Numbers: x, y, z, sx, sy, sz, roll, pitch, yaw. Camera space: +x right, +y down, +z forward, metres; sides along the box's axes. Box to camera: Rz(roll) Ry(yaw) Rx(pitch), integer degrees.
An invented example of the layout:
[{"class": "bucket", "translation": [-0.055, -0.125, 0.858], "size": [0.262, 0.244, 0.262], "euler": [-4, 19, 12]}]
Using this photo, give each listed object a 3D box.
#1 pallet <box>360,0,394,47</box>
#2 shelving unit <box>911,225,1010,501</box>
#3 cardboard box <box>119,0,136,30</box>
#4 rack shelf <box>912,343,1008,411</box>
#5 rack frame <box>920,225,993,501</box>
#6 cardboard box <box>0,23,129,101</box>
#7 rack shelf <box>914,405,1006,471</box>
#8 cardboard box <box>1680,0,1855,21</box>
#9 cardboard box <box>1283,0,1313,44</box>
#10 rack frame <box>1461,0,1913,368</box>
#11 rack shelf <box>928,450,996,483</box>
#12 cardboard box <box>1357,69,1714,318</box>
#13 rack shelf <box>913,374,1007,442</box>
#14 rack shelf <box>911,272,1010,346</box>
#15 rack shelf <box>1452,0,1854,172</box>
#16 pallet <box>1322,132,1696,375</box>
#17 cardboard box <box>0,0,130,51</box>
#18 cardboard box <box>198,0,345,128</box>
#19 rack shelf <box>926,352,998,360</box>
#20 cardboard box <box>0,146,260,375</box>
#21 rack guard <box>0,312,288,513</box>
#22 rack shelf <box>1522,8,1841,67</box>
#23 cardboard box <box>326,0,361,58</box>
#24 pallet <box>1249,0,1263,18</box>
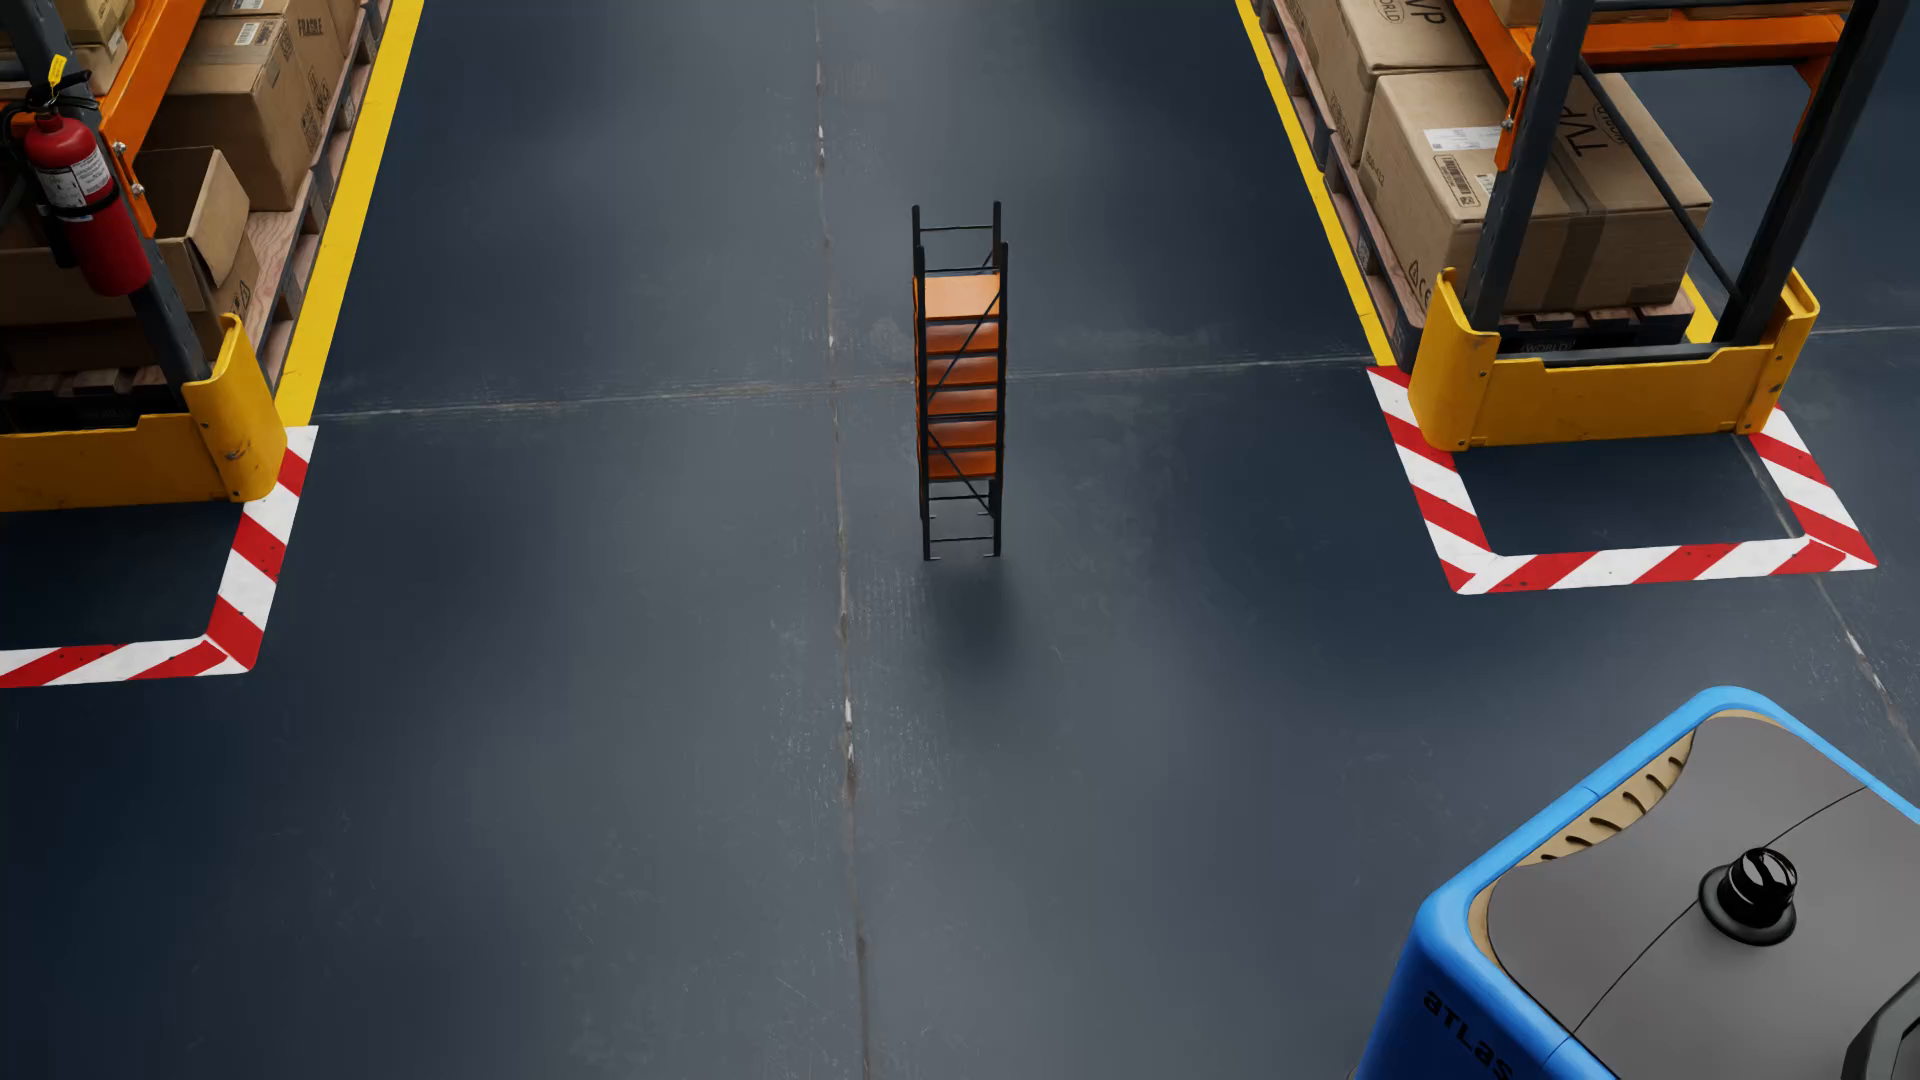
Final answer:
[{"class": "pallet", "translation": [-3.096, -2.632, 7.598], "size": [1.003, 0.211, 1.213], "euler": [-3, 47, -3]}, {"class": "shelving unit", "translation": [-0.001, -0.424, 4.825], "size": [0.258, 1.046, 0.183], "euler": [-3, 47, -3]}, {"class": "cardboard box", "translation": [-2.639, -1.543, 4.819], "size": [0.380, 0.149, 0.250], "euler": [-2, 47, -2]}, {"class": "rack shelf", "translation": [-0.001, -0.475, 4.769], "size": [0.258, 0.103, 0.180], "euler": [-3, 47, -3]}, {"class": "rack frame", "translation": [-0.010, -0.489, 4.887], "size": [0.228, 1.046, 0.002], "euler": [-3, 47, -3]}, {"class": "cardboard box", "translation": [-2.572, -1.362, 4.647], "size": [0.380, 0.149, 0.250], "euler": [-4, 47, -4]}, {"class": "rack shelf", "translation": [-0.001, -0.310, 4.944], "size": [0.258, 0.103, 0.180], "euler": [-3, 47, -3]}, {"class": "cardboard box", "translation": [2.374, -1.897, 4.912], "size": [0.500, 0.500, 0.500], "euler": [-4, 47, -4]}, {"class": "cardboard box", "translation": [1.815, -2.547, 7.072], "size": [0.875, 0.438, 0.875], "euler": [-5, 47, -4]}, {"class": "rack frame", "translation": [2.128, -1.498, 4.603], "size": [1.000, 3.000, 0.127], "euler": [-3, 47, -3]}, {"class": "rack shelf", "translation": [-0.001, -0.246, 5.011], "size": [0.221, 0.034, 0.171], "euler": [-3, 47, -3]}, {"class": "cardboard box", "translation": [1.974, -1.233, 5.827], "size": [0.875, 0.438, 0.875], "euler": [-5, 47, -5]}, {"class": "rack shelf", "translation": [-0.001, -0.392, 4.857], "size": [0.258, 0.103, 0.180], "euler": [-3, 47, -3]}, {"class": "rack shelf", "translation": [-0.001, -0.640, 4.595], "size": [0.258, 0.103, 0.180], "euler": [-3, 47, -3]}, {"class": "rack shelf", "translation": [1.961, -2.698, 6.235], "size": [1.077, 0.370, 4.000], "euler": [-3, 47, -3]}, {"class": "pallet", "translation": [1.984, -1.113, 6.159], "size": [1.003, 0.211, 1.213], "euler": [-3, 47, -3]}, {"class": "cardboard box", "translation": [-2.587, -1.589, 4.588], "size": [0.500, 0.250, 0.500], "euler": [-3, 47, -3]}, {"class": "cardboard box", "translation": [-2.752, -1.936, 6.450], "size": [0.500, 0.500, 0.500], "euler": [-3, 47, -3]}, {"class": "rack shelf", "translation": [-0.001, -0.571, 4.668], "size": [0.199, 0.020, 0.166], "euler": [-3, 47, -3]}, {"class": "cardboard box", "translation": [-2.774, -0.928, 5.493], "size": [0.797, 0.503, 0.637], "euler": [-5, 47, -5]}, {"class": "rack guard", "translation": [-2.824, -0.389, 5.274], "size": [1.175, 0.500, 0.348], "euler": [-3, 47, -3]}, {"class": "rack shelf", "translation": [4.423, -4.580, 4.622], "size": [5.869, 4.714, 3.910], "euler": [-3, 47, -3]}, {"class": "cardboard box", "translation": [-2.894, -2.299, 6.794], "size": [0.700, 0.500, 0.500], "euler": [-5, 47, -5]}, {"class": "pallet", "translation": [1.779, -2.879, 7.831], "size": [1.003, 0.211, 1.213], "euler": [-3, 47, -3]}]
